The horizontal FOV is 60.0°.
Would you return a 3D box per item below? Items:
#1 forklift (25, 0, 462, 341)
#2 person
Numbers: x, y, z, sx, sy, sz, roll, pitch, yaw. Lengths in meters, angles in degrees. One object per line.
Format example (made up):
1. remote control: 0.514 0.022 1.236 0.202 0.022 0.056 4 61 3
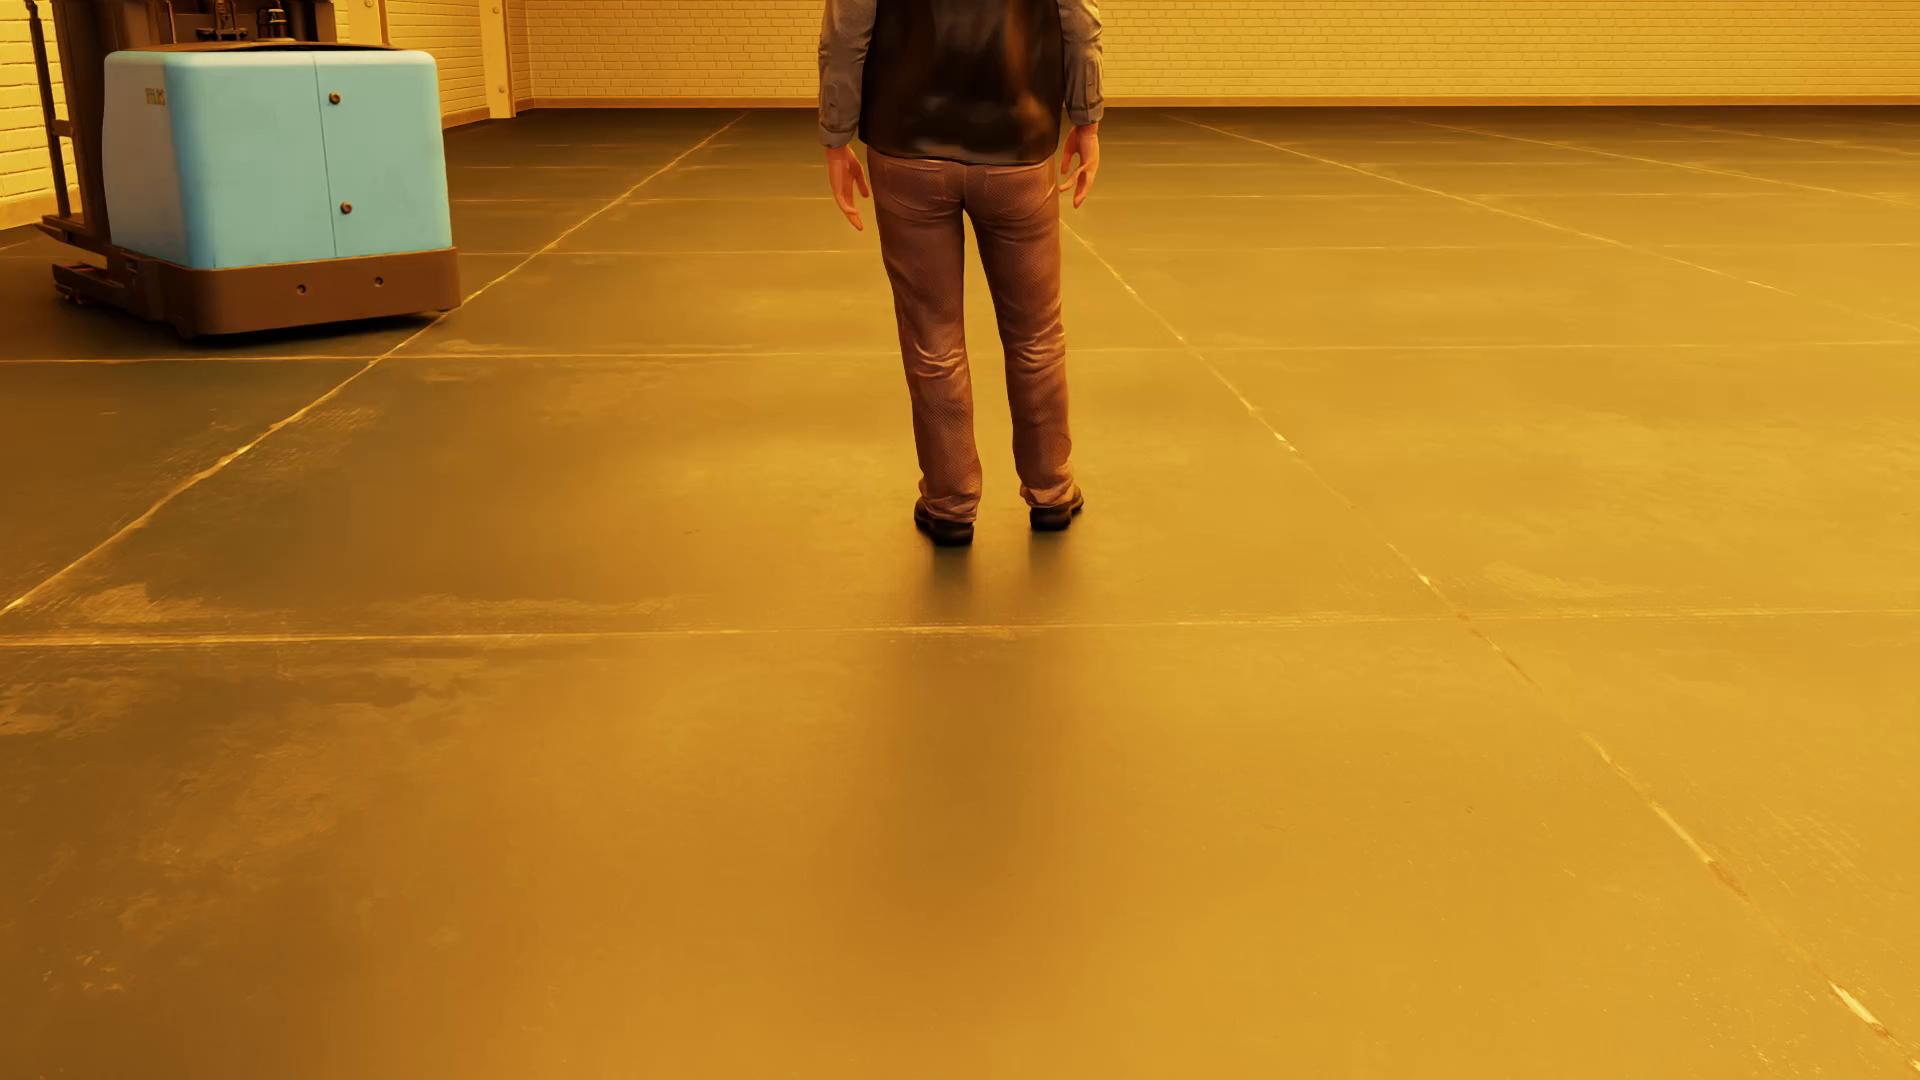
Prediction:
1. forklift: -3.392 -2.513 7.122 1.130 2.935 3.031 -15 22 -39
2. person: 0.005 -0.848 3.724 0.632 1.720 0.568 -1 17 -3
